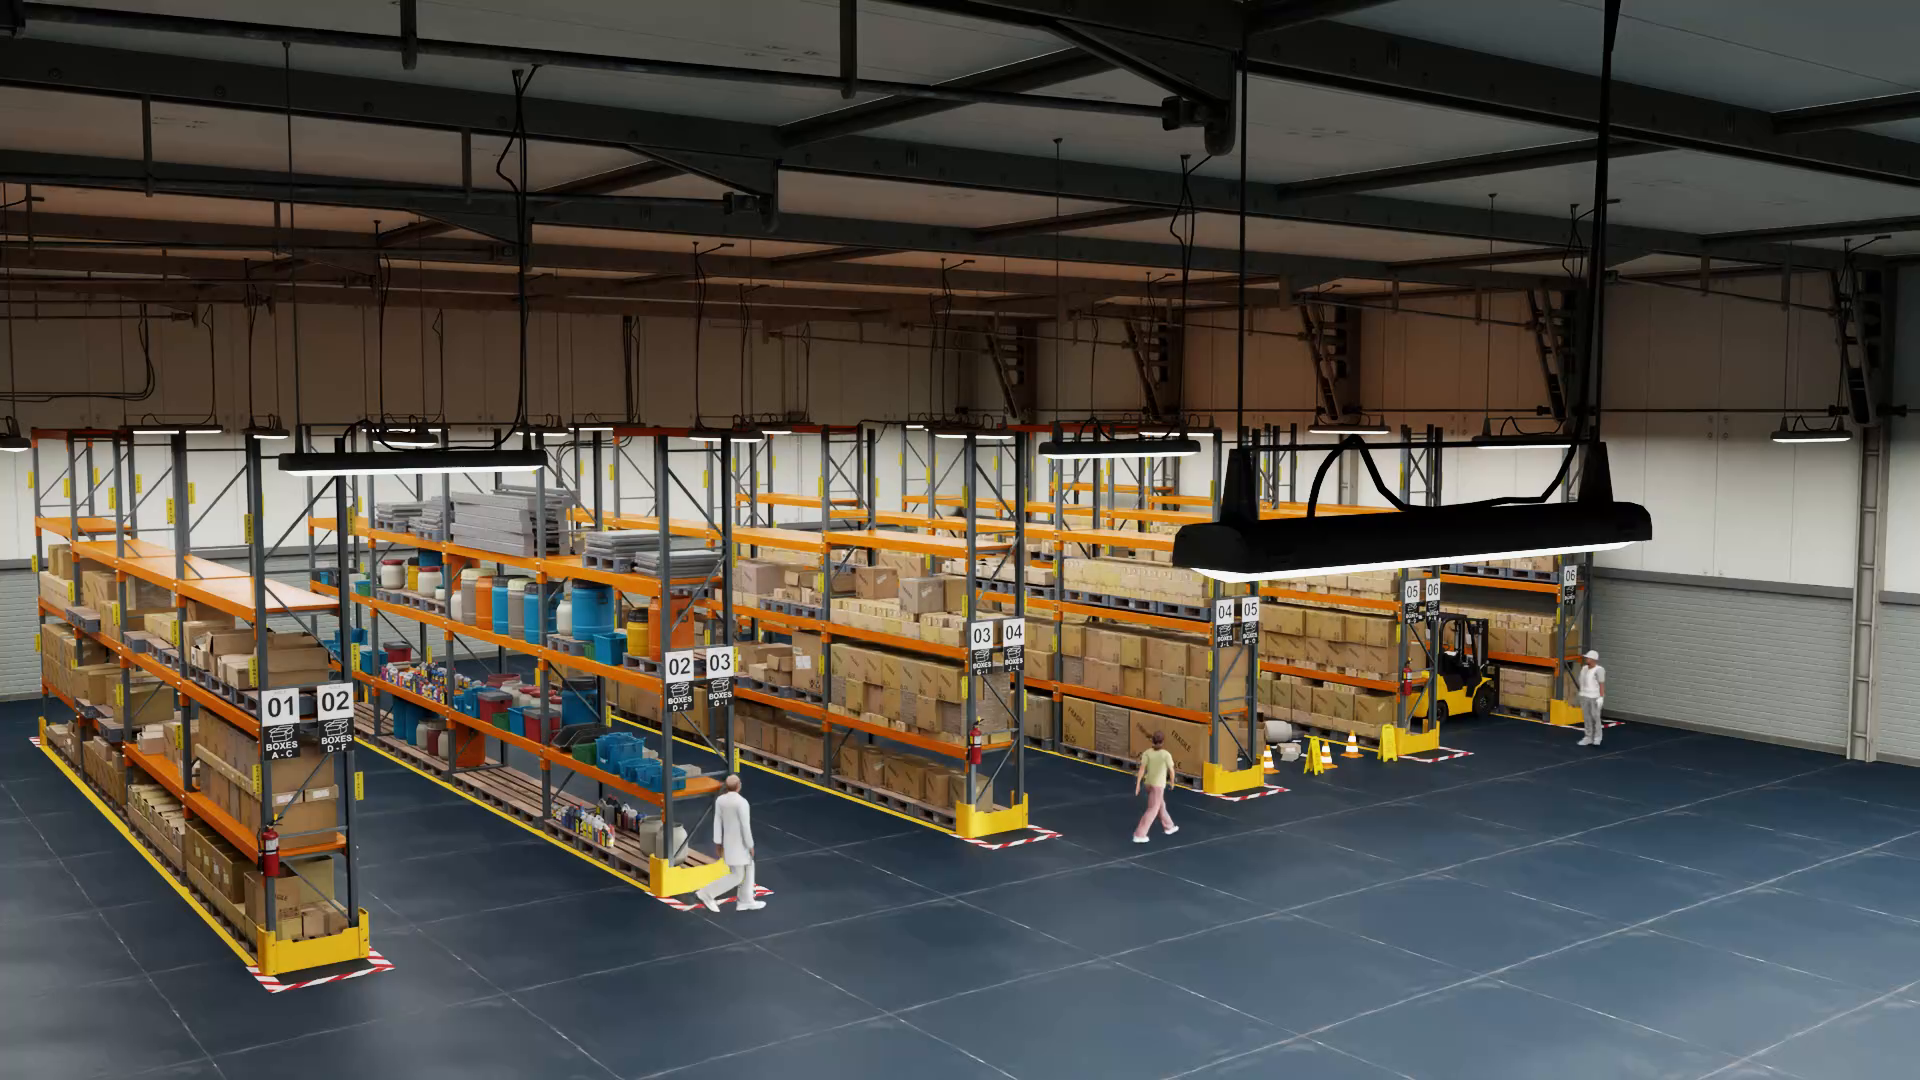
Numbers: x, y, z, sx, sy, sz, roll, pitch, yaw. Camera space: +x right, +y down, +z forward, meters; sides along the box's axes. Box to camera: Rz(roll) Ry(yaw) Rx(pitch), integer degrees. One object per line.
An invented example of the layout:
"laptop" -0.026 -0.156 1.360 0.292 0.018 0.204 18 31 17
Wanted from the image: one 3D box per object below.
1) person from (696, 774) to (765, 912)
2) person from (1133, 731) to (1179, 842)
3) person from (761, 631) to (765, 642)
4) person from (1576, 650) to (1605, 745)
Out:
"person" -2.876 3.807 20.840 0.877 1.741 0.531 -1 5 -12
"person" 2.939 3.589 24.372 1.029 1.606 0.438 -3 5 -35
"person" -4.183 2.749 34.753 0.465 1.693 0.447 0 5 6
"person" 11.916 2.980 31.348 0.416 1.801 0.605 -3 5 -32
